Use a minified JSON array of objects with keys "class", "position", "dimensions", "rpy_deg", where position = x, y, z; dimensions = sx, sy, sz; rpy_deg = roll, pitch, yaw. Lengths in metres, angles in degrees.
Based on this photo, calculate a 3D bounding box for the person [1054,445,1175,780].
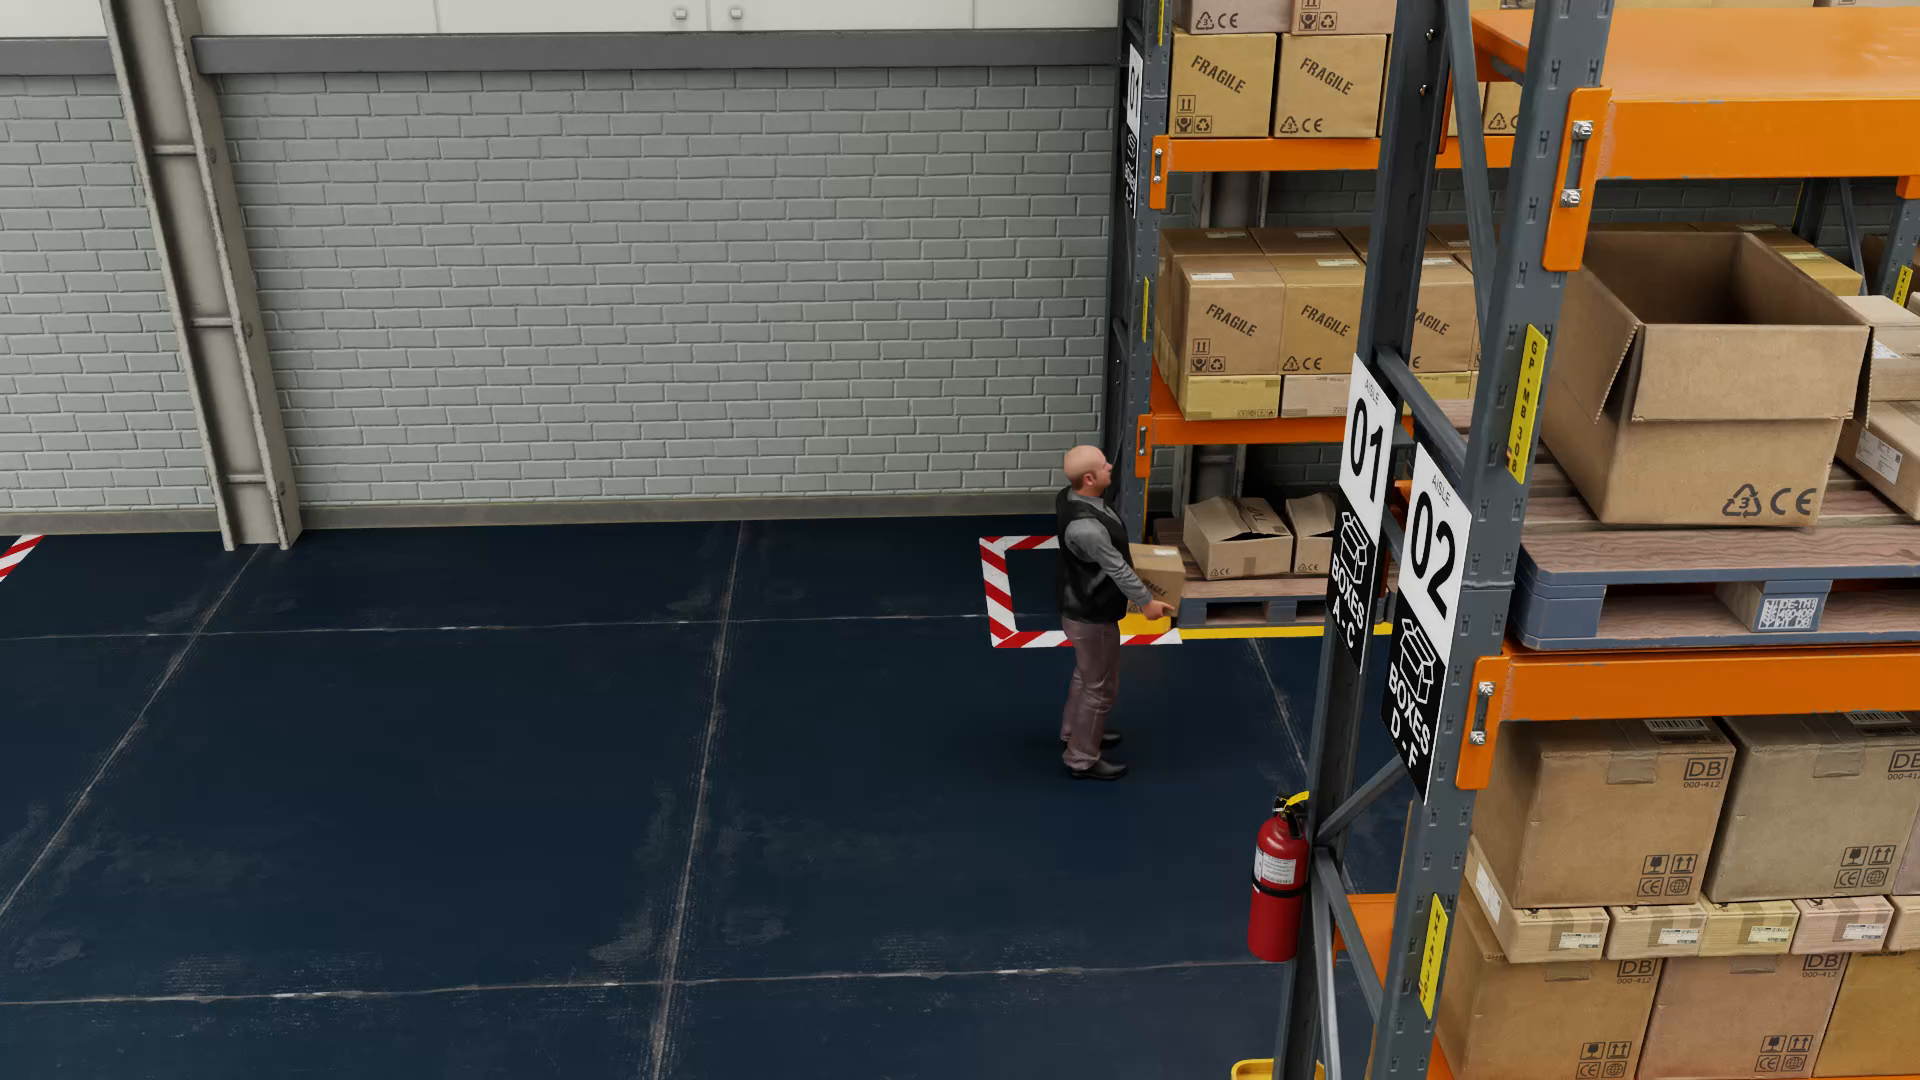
[{"class":"person","position":[0.730,0.331,8.016],"dimensions":[0.560,1.711,0.494],"rpy_deg":[-1,27,-2]}]
